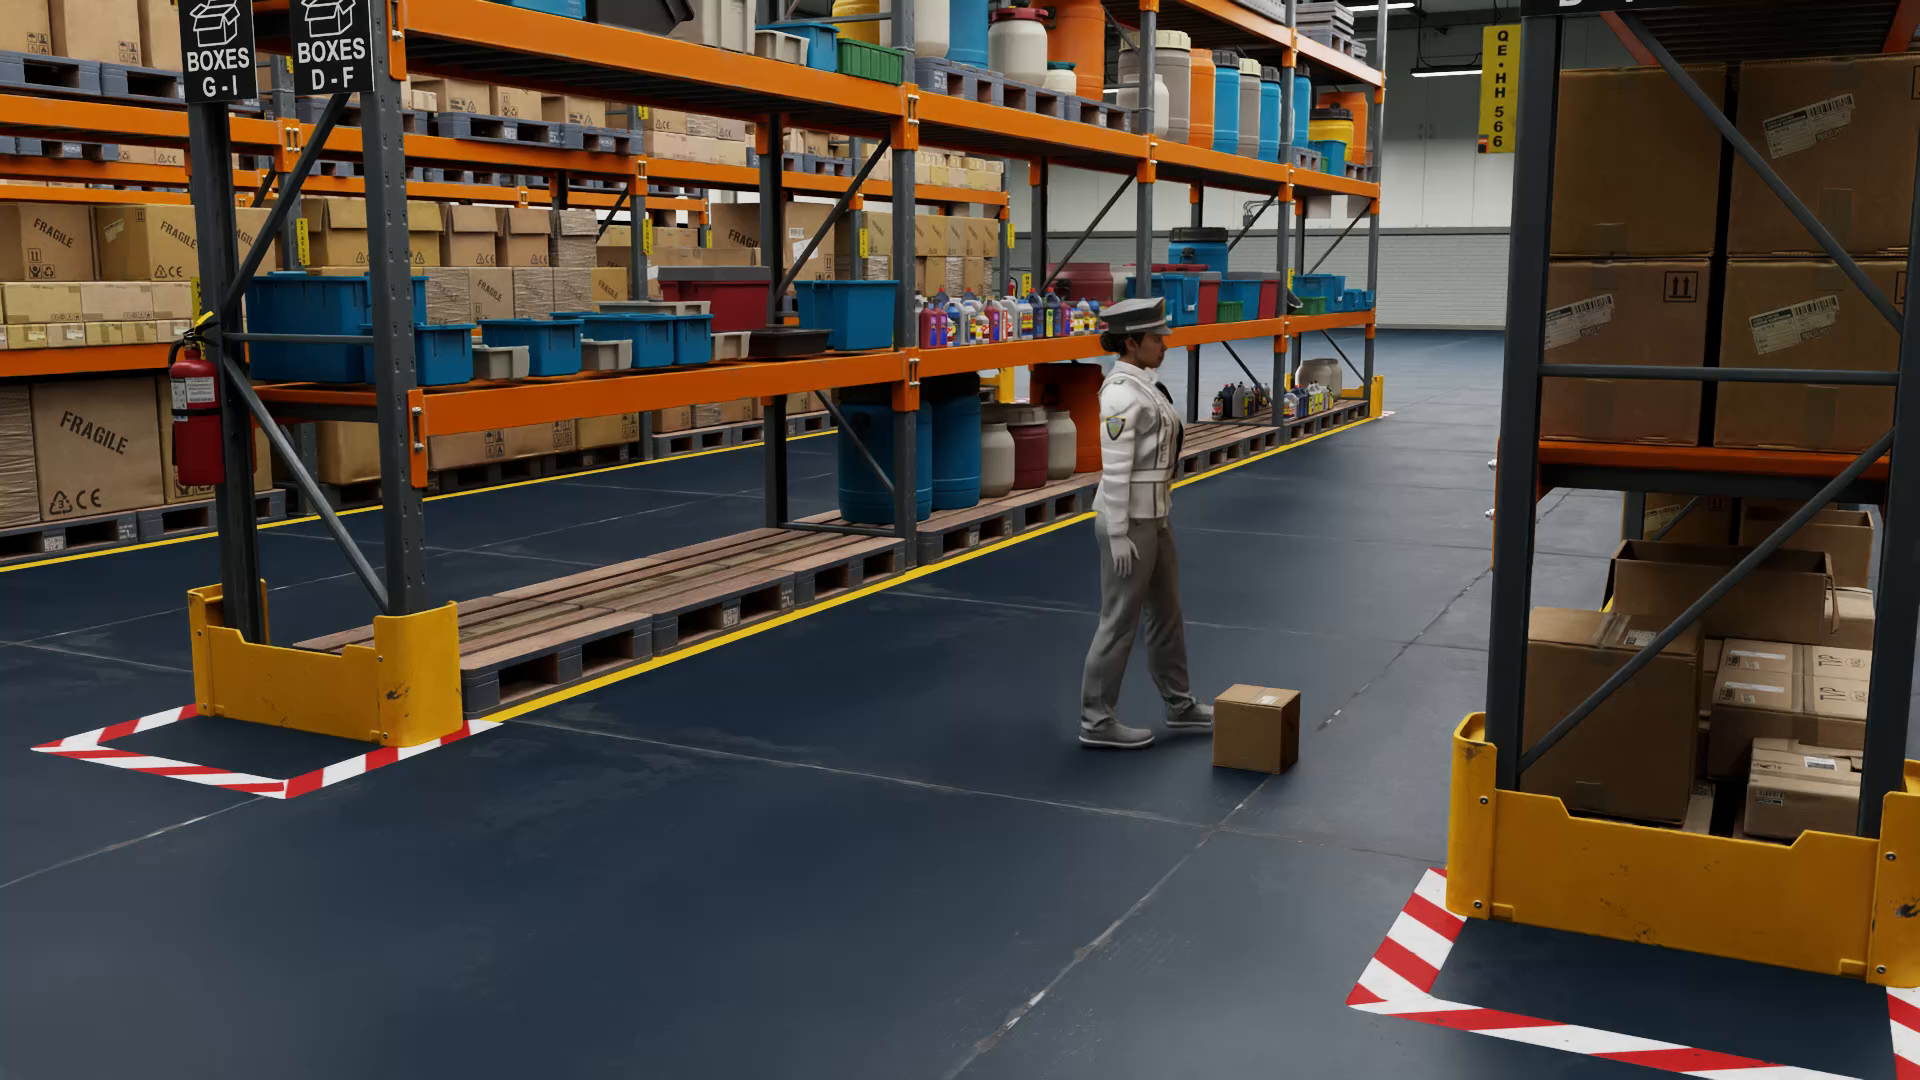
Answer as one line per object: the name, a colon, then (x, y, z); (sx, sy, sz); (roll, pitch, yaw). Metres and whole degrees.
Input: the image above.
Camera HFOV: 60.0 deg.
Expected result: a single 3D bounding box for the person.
person: (0.753, -0.056, 6.143); (0.589, 1.671, 0.502); (2, 9, 12)
